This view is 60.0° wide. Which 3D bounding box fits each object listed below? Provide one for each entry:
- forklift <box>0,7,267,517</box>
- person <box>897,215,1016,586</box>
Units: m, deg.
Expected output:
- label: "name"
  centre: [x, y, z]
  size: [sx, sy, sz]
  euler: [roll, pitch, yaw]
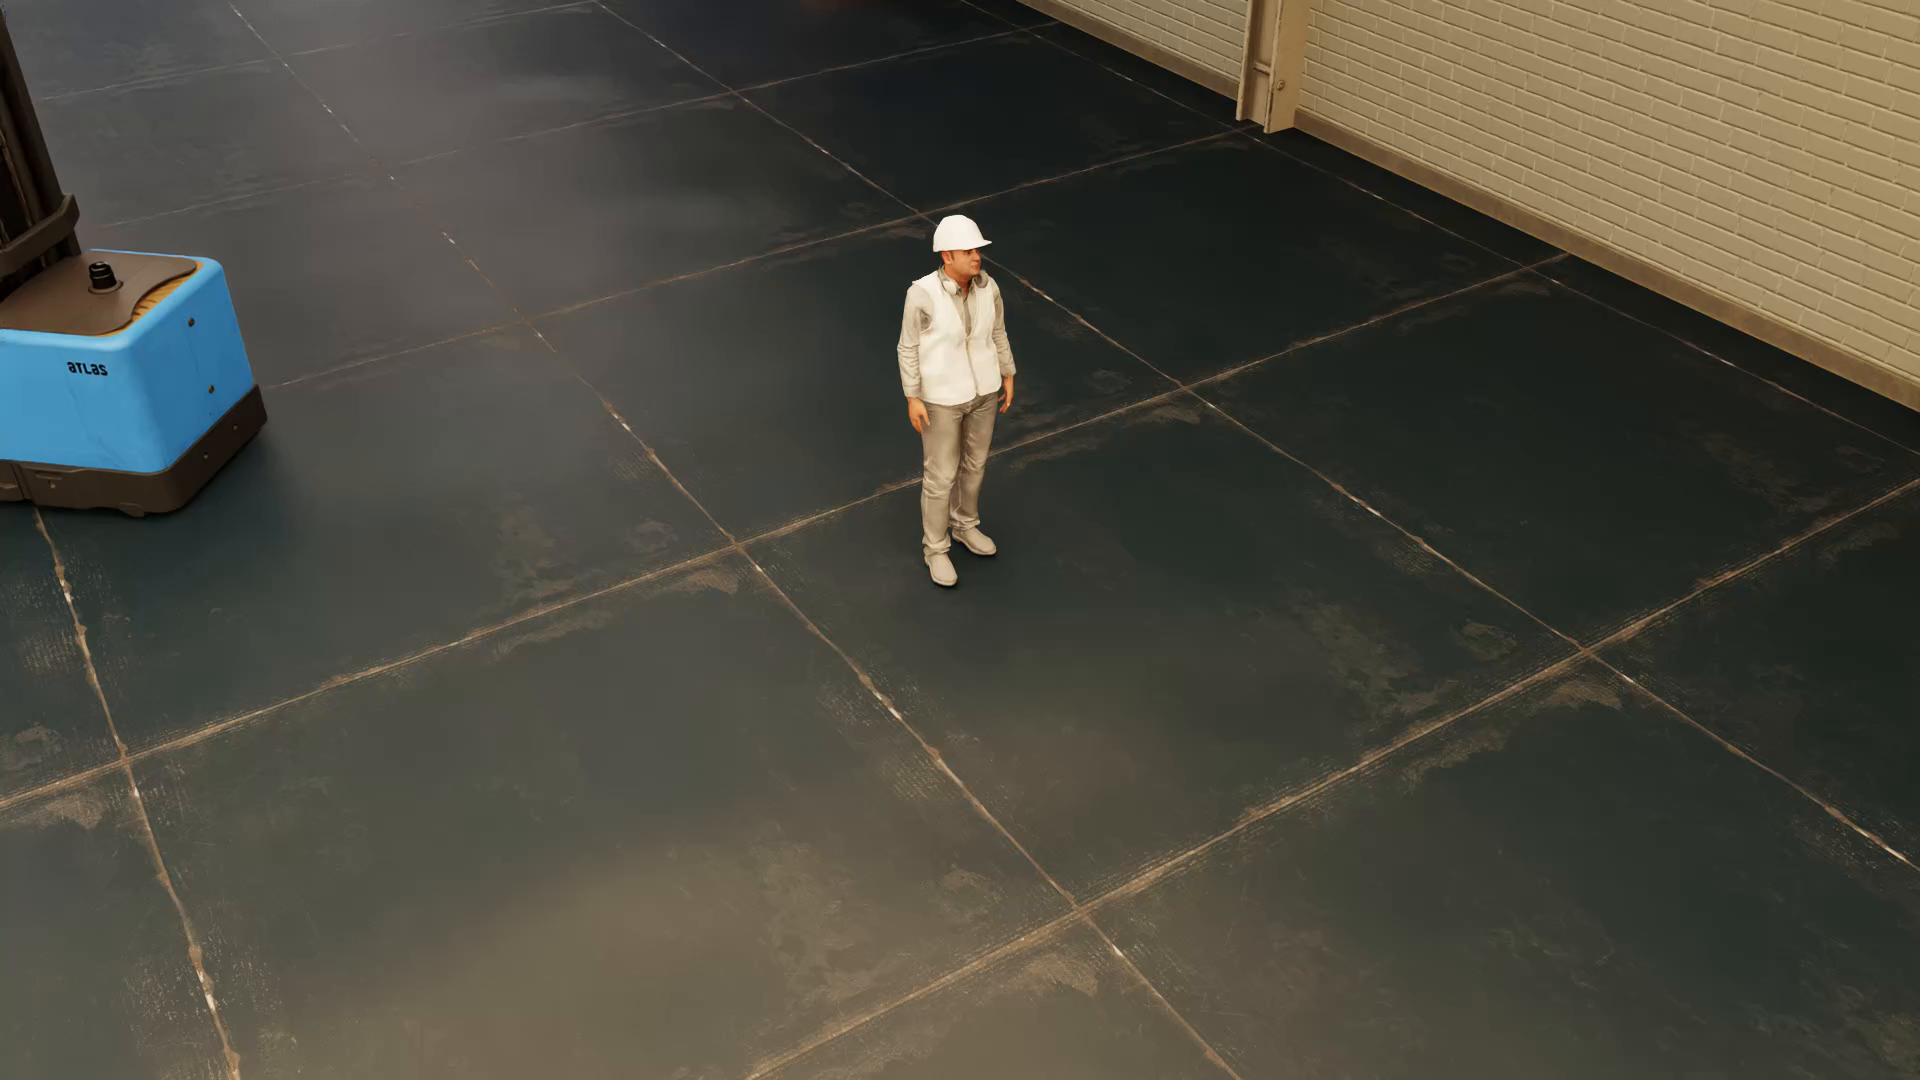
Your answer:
- label: "forklift"
  centre: [-5.542, -1.718, 8.593]
  size: [3.031, 2.935, 1.130]
  euler: [6, 35, 8]
- label: "person"
  centre: [0.028, -0.700, 8.136]
  size: [0.634, 1.775, 0.566]
  euler: [-21, 40, -27]
